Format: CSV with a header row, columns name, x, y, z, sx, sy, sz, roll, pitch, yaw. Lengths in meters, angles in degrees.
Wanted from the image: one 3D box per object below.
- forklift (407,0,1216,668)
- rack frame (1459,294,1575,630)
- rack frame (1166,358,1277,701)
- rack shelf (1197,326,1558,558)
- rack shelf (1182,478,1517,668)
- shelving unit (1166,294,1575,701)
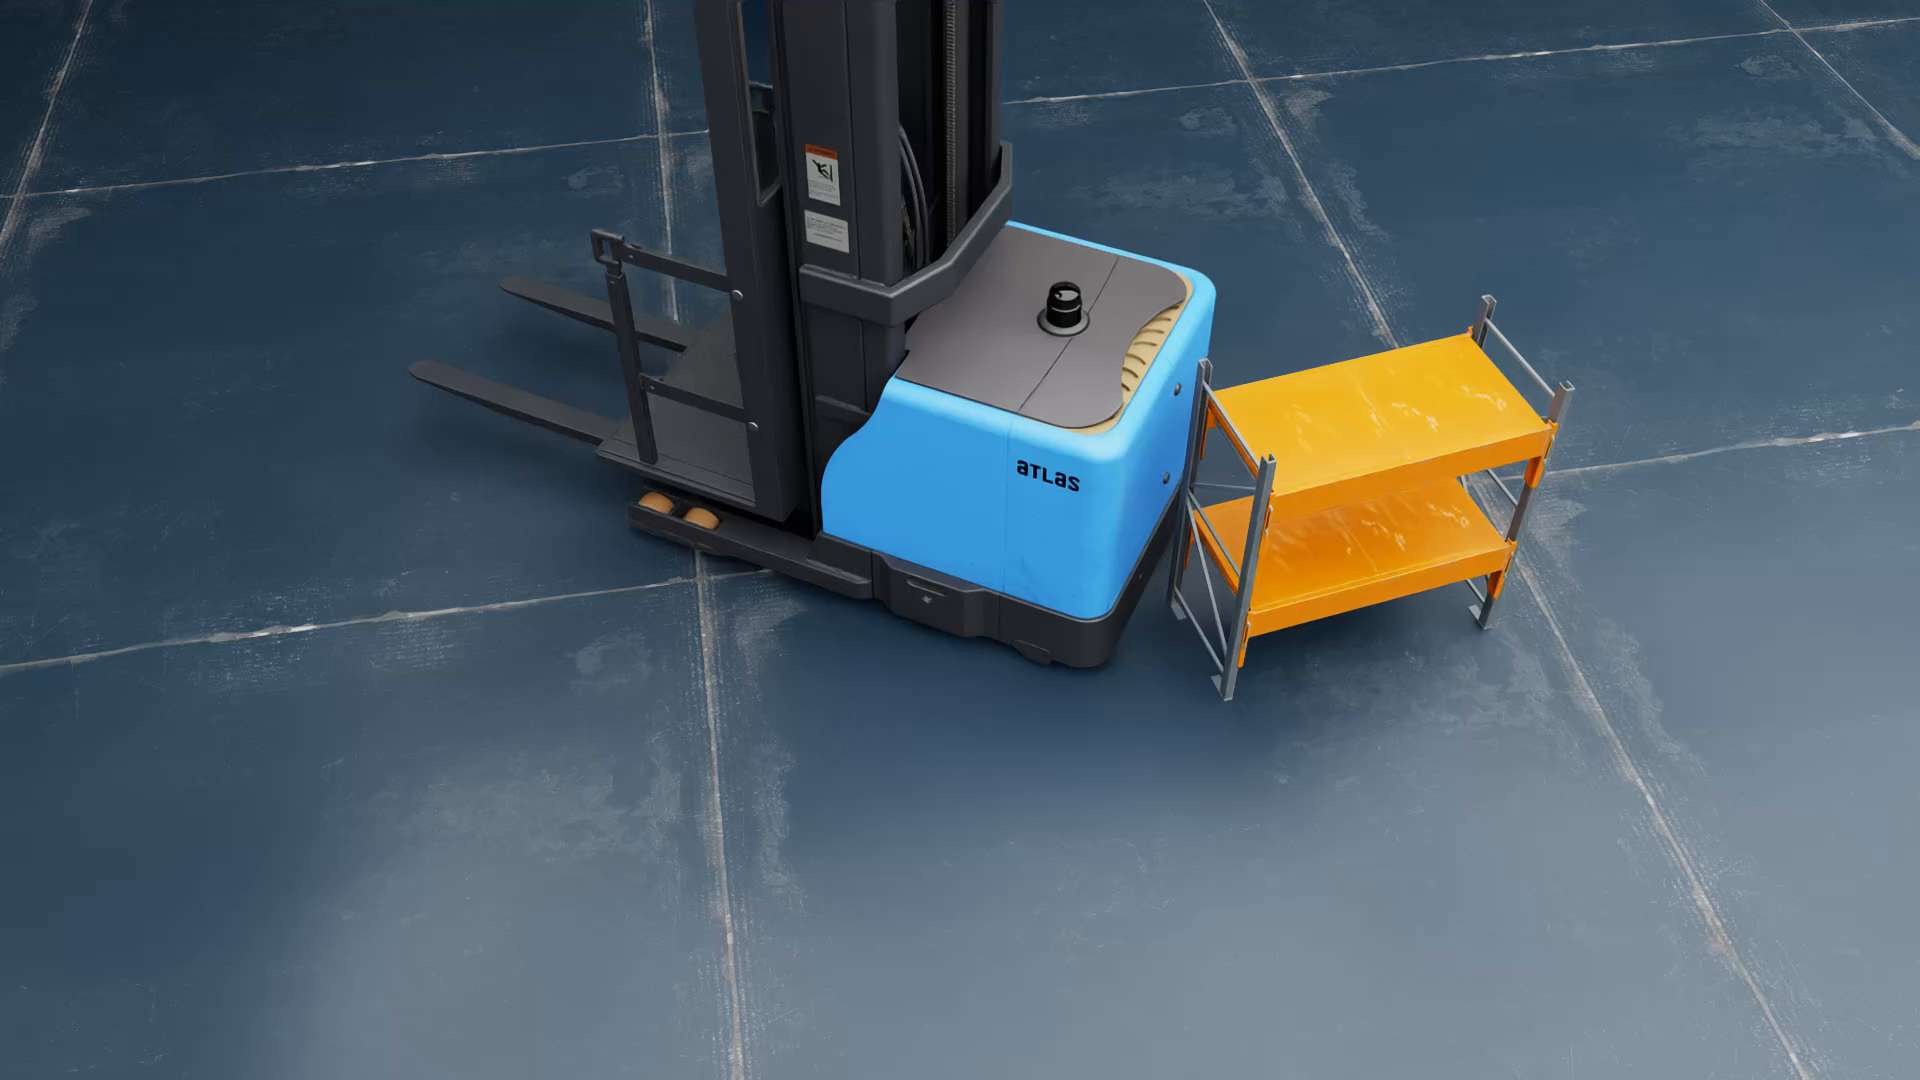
name,x,y,z,sx,sy,sz,roll,pitch,yaw
forklift,-0.678,-1.299,5.467,3.031,2.935,1.130,18,49,17
rack frame,1.807,-0.243,5.703,0.032,1.125,0.500,-14,48,-13
rack frame,0.843,-0.009,5.478,0.032,1.125,0.500,-14,48,-13
rack shelf,1.325,-0.329,5.380,1.000,0.278,0.538,-14,48,-13
rack shelf,1.325,0.043,5.767,1.000,0.278,0.538,-14,48,-13
shelving unit,1.325,-0.126,5.591,1.048,1.125,0.538,-14,48,-13
